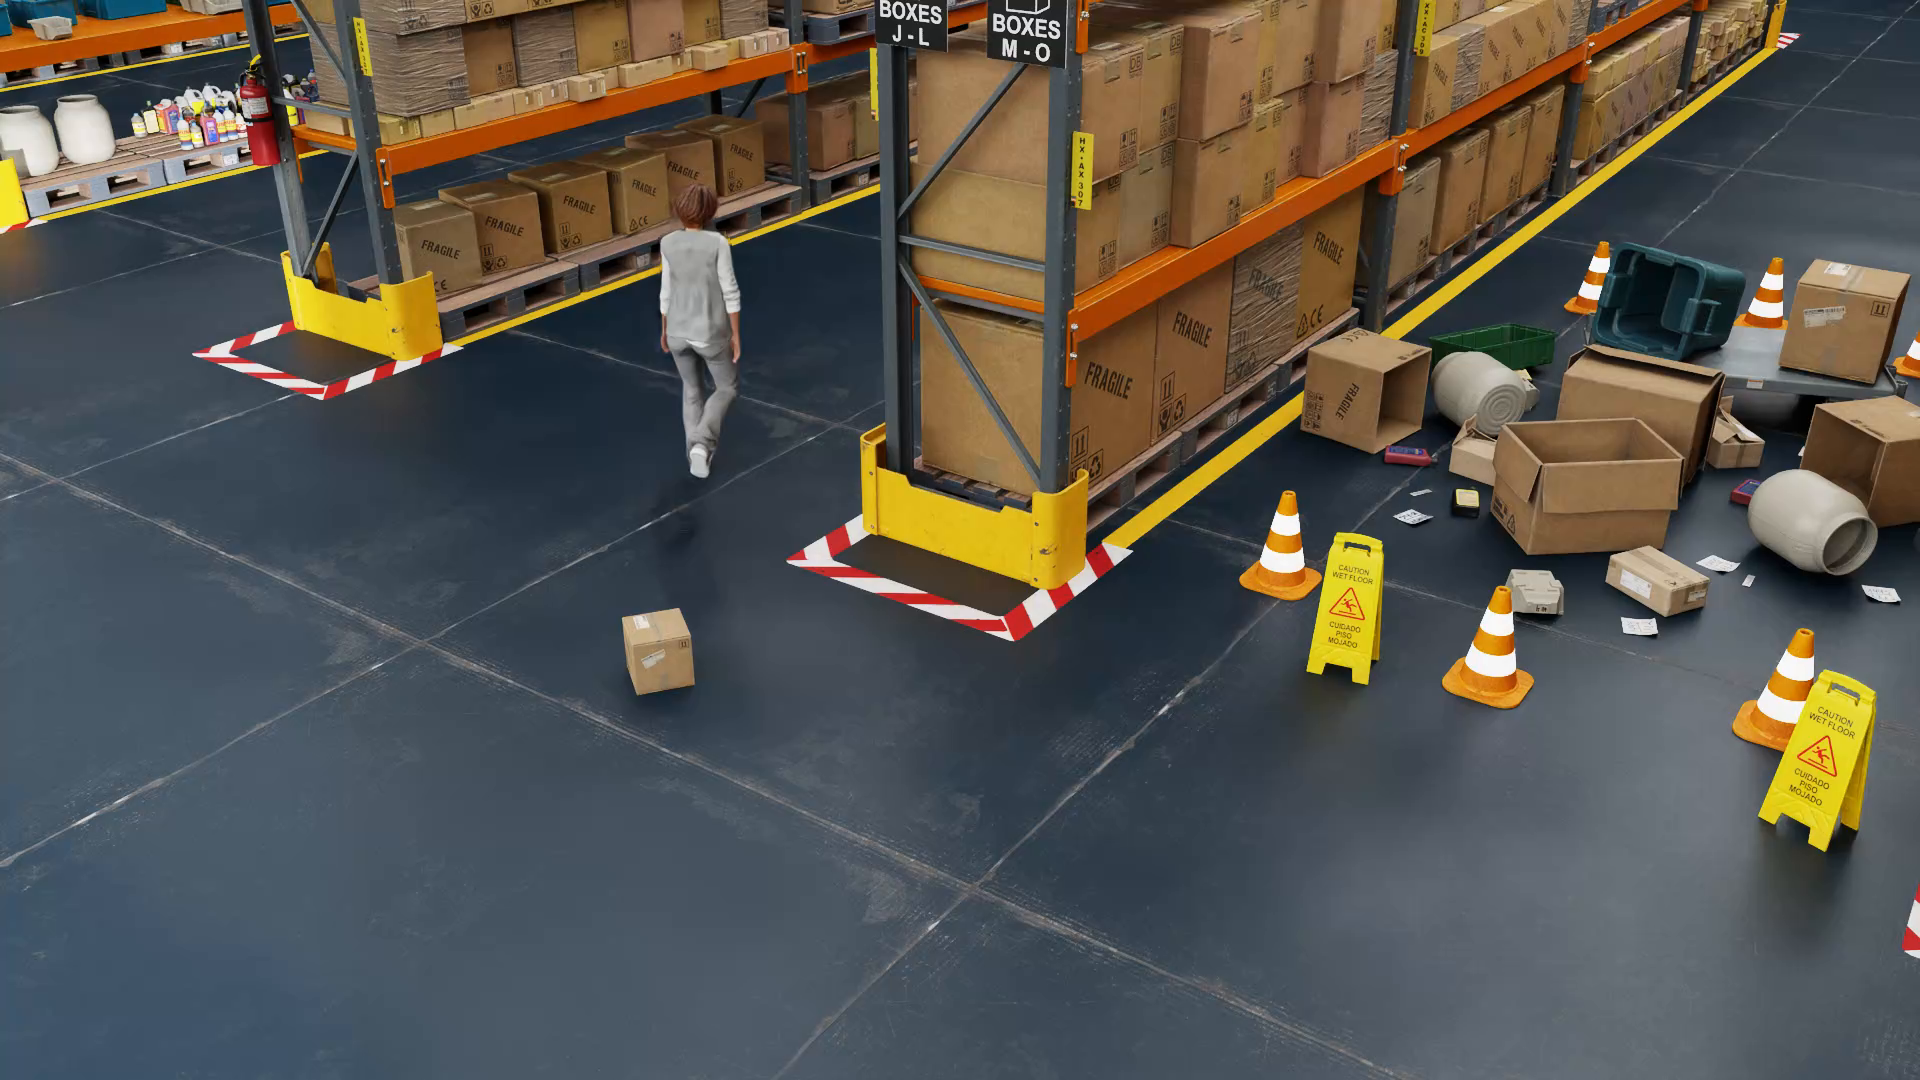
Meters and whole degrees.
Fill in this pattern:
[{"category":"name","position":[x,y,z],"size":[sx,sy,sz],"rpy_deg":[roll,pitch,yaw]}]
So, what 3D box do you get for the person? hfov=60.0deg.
[{"category":"person","position":[-1.364,-1.038,8.606],"size":[0.492,1.570,0.578],"rpy_deg":[5,28,9]}]
